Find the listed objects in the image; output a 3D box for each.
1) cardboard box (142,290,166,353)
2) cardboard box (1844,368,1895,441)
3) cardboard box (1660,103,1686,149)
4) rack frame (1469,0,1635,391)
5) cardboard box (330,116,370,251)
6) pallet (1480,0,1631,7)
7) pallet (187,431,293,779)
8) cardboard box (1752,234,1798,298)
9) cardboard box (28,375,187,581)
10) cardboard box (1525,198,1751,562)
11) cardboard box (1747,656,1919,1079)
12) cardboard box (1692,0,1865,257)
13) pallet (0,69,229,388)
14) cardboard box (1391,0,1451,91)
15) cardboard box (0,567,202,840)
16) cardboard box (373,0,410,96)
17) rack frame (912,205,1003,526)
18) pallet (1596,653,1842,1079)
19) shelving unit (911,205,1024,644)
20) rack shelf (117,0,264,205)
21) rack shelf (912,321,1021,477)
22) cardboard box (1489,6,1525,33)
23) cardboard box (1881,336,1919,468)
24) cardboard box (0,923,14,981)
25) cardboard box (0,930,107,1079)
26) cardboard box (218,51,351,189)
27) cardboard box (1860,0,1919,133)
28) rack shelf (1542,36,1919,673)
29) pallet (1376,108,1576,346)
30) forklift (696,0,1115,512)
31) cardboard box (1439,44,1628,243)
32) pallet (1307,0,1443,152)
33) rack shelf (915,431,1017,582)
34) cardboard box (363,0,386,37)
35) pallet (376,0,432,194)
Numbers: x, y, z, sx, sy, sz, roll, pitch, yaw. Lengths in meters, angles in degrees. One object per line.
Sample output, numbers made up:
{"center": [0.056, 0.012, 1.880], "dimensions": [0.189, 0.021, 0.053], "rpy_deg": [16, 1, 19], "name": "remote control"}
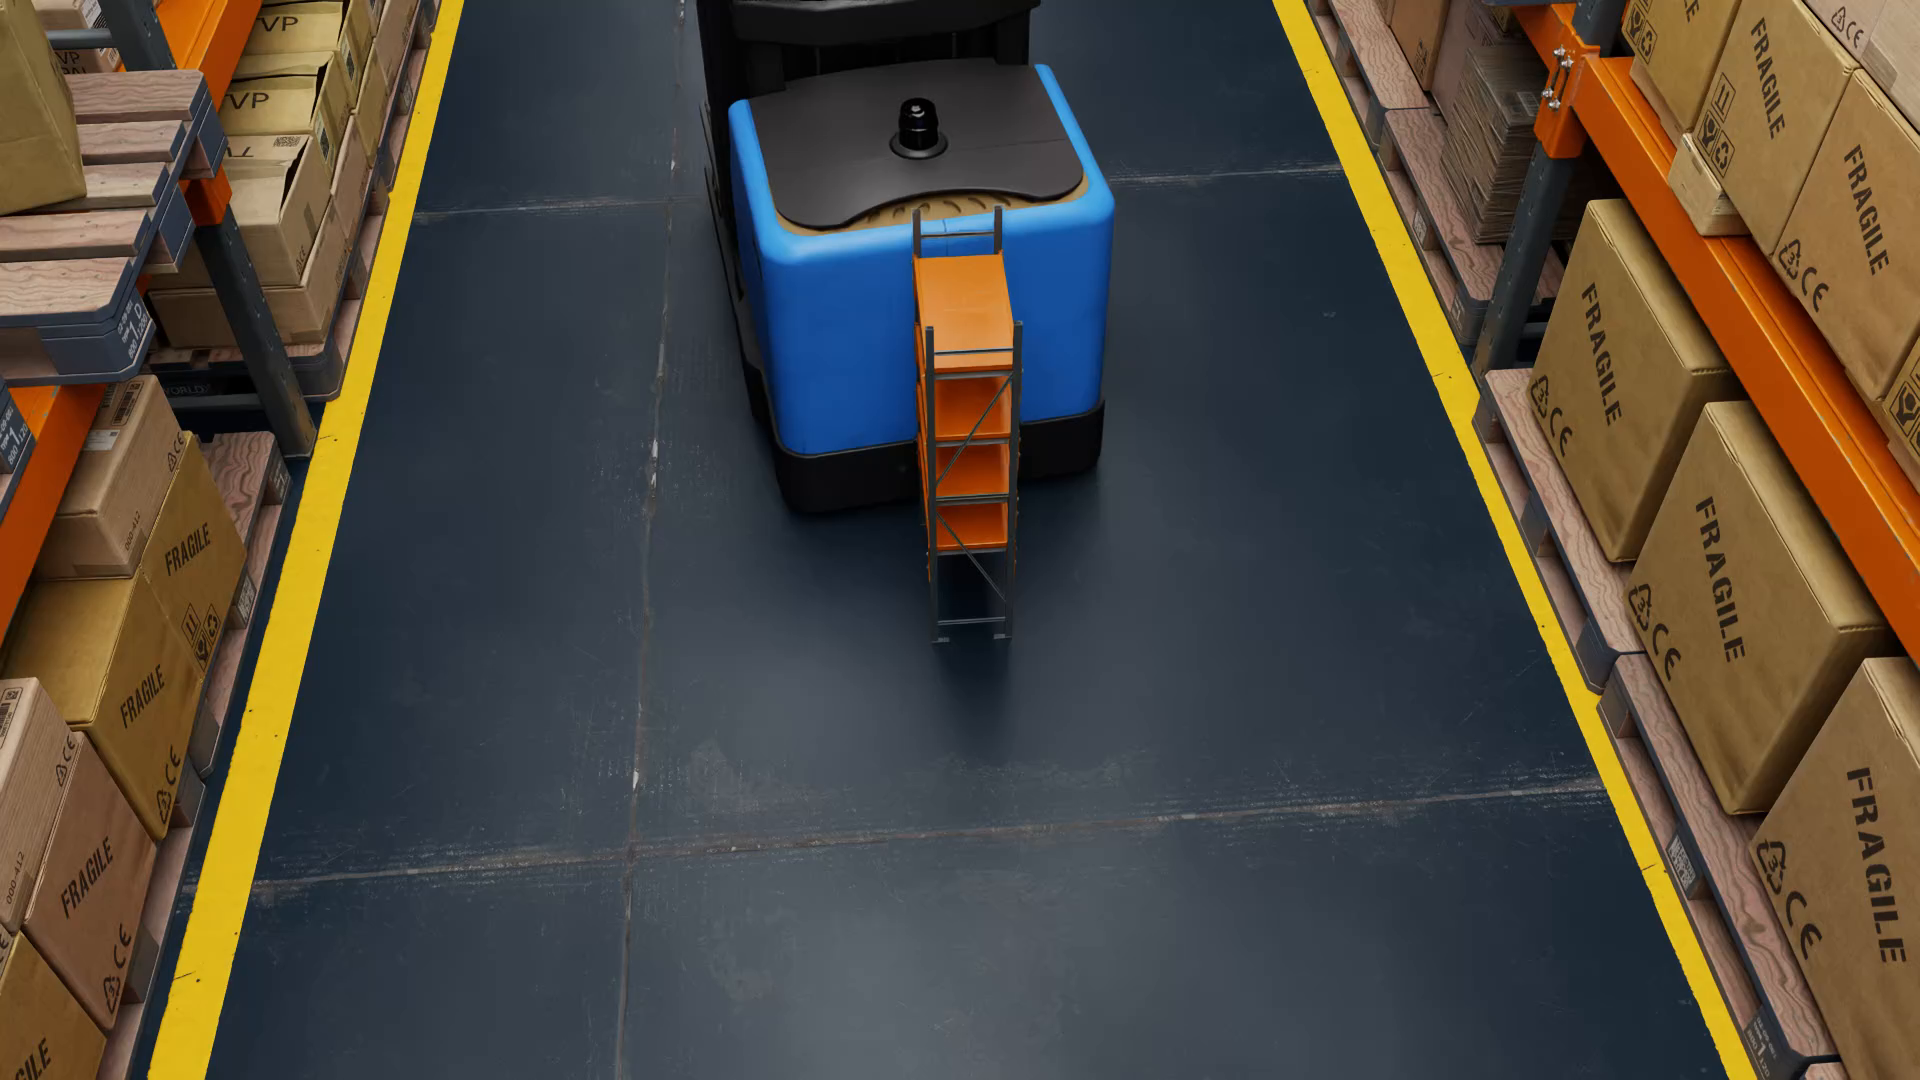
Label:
{"center": [-2.937, -0.878, 5.620], "dimensions": [0.500, 0.250, 0.500], "rpy_deg": [-2, 47, -2], "name": "cardboard box"}
{"center": [2.218, -0.356, 3.681], "dimensions": [0.380, 0.149, 0.250], "rpy_deg": [-3, 47, -3], "name": "cardboard box"}
{"center": [2.095, -1.102, 4.387], "dimensions": [0.380, 0.149, 0.250], "rpy_deg": [-3, 47, -3], "name": "cardboard box"}
{"center": [2.286, -1.617, 4.716], "dimensions": [1.000, 3.000, 0.127], "rpy_deg": [-3, 47, -3], "name": "rack frame"}
{"center": [-2.444, -1.273, 5.994], "dimensions": [0.500, 0.250, 0.500], "rpy_deg": [-5, 47, -4], "name": "cardboard box"}
{"center": [2.120, -2.060, 5.267], "dimensions": [1.213, 0.211, 1.003], "rpy_deg": [-3, 47, -3], "name": "pallet"}
{"center": [-2.625, 0.188, 4.927], "dimensions": [1.003, 0.211, 1.213], "rpy_deg": [-3, 47, -3], "name": "pallet"}
{"center": [2.177, -0.731, 4.035], "dimensions": [0.380, 0.149, 0.250], "rpy_deg": [-4, 47, -4], "name": "cardboard box"}
{"center": [-2.329, -0.160, 4.238], "dimensions": [0.500, 0.250, 0.500], "rpy_deg": [-2, 47, -2], "name": "cardboard box"}
{"center": [2.217, -0.482, 4.832], "dimensions": [0.750, 0.750, 0.750], "rpy_deg": [-4, 47, -4], "name": "cardboard box"}
{"center": [2.359, 0.766, 3.650], "dimensions": [0.750, 0.750, 0.750], "rpy_deg": [-2, 47, -2], "name": "cardboard box"}
{"center": [2.106, -1.014, 3.857], "dimensions": [0.500, 0.500, 0.500], "rpy_deg": [-2, 47, -2], "name": "cardboard box"}
{"center": [-2.524, -0.761, 4.037], "dimensions": [1.213, 0.211, 1.003], "rpy_deg": [-3, 47, -3], "name": "pallet"}
{"center": [2.176, -2.164, 6.652], "dimensions": [0.700, 0.500, 0.500], "rpy_deg": [-4, 47, -4], "name": "cardboard box"}
{"center": [-2.295, 0.432, 4.194], "dimensions": [0.500, 0.500, 0.500], "rpy_deg": [-5, 47, -5], "name": "cardboard box"}
{"center": [-2.536, -2.019, 6.701], "dimensions": [0.500, 0.250, 0.500], "rpy_deg": [-3, 47, -2], "name": "cardboard box"}
{"center": [-0.007, -0.469, 4.868], "dimensions": [0.240, 1.200, 0.015], "rpy_deg": [-3, 47, -3], "name": "rack frame"}
{"center": [2.376, 0.797, 4.349], "dimensions": [1.003, 0.211, 1.213], "rpy_deg": [-3, 47, -3], "name": "pallet"}
{"center": [0.014, -0.293, 4.701], "dimensions": [0.258, 1.200, 0.503], "rpy_deg": [-3, 47, -3], "name": "shelving unit"}
{"center": [-2.818, -2.513, 6.059], "dimensions": [1.077, 0.370, 4.000], "rpy_deg": [-3, 47, -3], "name": "rack shelf"}
{"center": [0.014, -0.400, 4.587], "dimensions": [0.258, 0.148, 0.480], "rpy_deg": [-3, 47, -3], "name": "rack shelf"}
{"center": [2.188, -2.101, 6.076], "dimensions": [0.500, 0.250, 0.500], "rpy_deg": [-3, 47, -3], "name": "cardboard box"}
{"center": [2.198, -0.279, 3.161], "dimensions": [0.500, 0.500, 0.500], "rpy_deg": [-2, 47, -2], "name": "cardboard box"}
{"center": [-2.197, 0.943, 3.193], "dimensions": [0.500, 0.250, 0.500], "rpy_deg": [-3, 47, -3], "name": "cardboard box"}
{"center": [-2.203, 1.177, 3.488], "dimensions": [0.500, 0.500, 0.500], "rpy_deg": [-3, 47, -3], "name": "cardboard box"}
{"center": [-2.454, -1.481, 5.805], "dimensions": [0.500, 0.311, 0.500], "rpy_deg": [-5, 47, -4], "name": "cardboard box"}
{"center": [2.158, -0.924, 3.255], "dimensions": [0.500, 0.250, 0.500], "rpy_deg": [-3, 47, -3], "name": "cardboard box"}
{"center": [2.453, 0.077, 3.606], "dimensions": [1.077, 0.370, 4.000], "rpy_deg": [-3, 47, -3], "name": "rack shelf"}
{"center": [2.222, -1.224, 6.264], "dimensions": [1.003, 0.211, 1.213], "rpy_deg": [-3, 47, -3], "name": "pallet"}
{"center": [-0.363, -2.186, 5.301], "dimensions": [1.130, 2.935, 3.031], "rpy_deg": [-9, 47, -9], "name": "forklift"}
{"center": [2.174, -1.427, 5.954], "dimensions": [0.700, 0.500, 0.500], "rpy_deg": [-3, 47, -3], "name": "cardboard box"}
{"center": [2.123, -2.104, 7.098], "dimensions": [1.003, 0.211, 1.213], "rpy_deg": [-3, 47, -3], "name": "pallet"}
{"center": [0.014, -0.110, 4.894], "dimensions": [0.258, 0.148, 0.480], "rpy_deg": [-3, 47, -3], "name": "rack shelf"}
{"center": [-2.538, -2.222, 6.507], "dimensions": [0.500, 0.311, 0.500], "rpy_deg": [-4, 47, -4], "name": "cardboard box"}
{"center": [-2.779, -1.833, 6.841], "dimensions": [1.003, 0.211, 1.213], "rpy_deg": [-3, 47, -3], "name": "pallet"}
